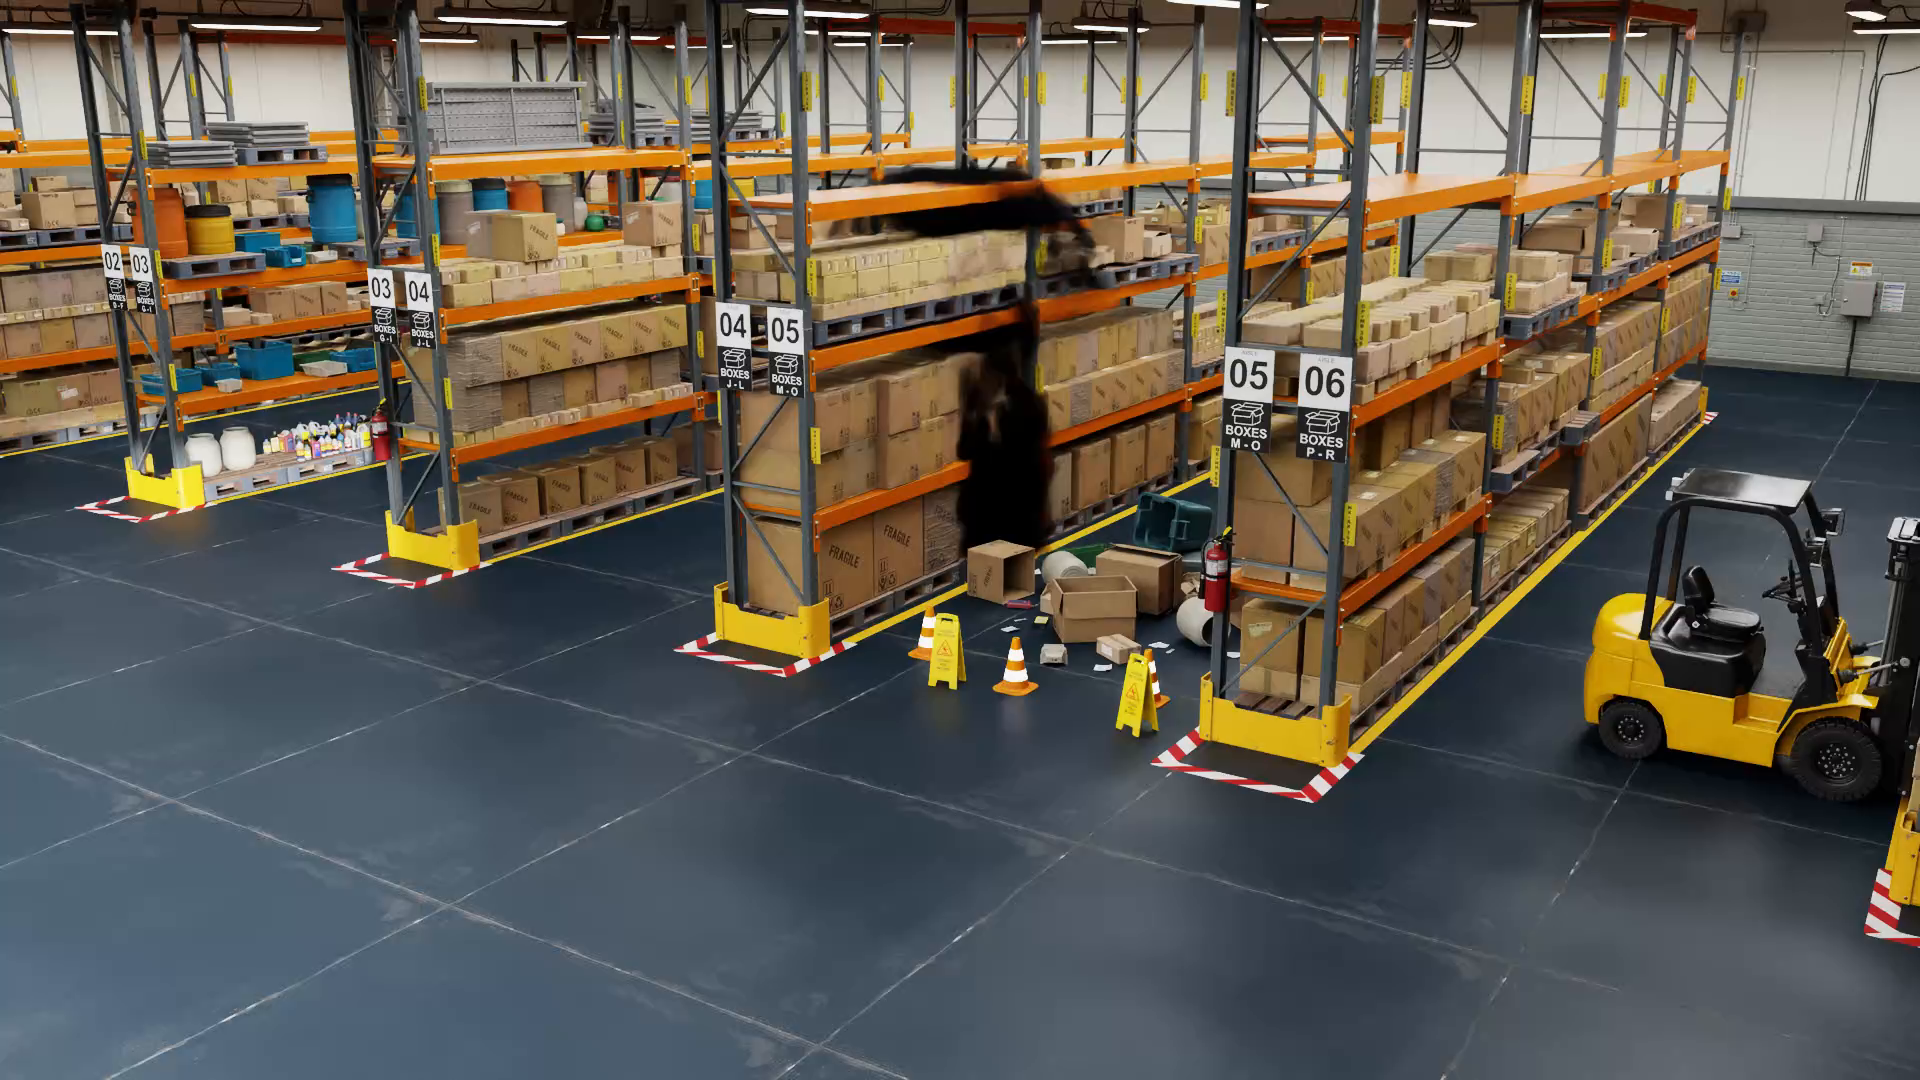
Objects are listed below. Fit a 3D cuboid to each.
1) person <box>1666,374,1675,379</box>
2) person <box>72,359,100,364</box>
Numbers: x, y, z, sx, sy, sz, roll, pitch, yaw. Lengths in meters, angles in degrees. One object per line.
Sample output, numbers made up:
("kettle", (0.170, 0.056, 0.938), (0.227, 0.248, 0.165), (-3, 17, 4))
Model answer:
("person", (11.458, -3.075, 27.241), (0.881, 1.692, 0.580), (13, 20, 39))
("person", (-14.227, -3.137, 27.160), (0.631, 1.844, 0.735), (7, 17, 23))
